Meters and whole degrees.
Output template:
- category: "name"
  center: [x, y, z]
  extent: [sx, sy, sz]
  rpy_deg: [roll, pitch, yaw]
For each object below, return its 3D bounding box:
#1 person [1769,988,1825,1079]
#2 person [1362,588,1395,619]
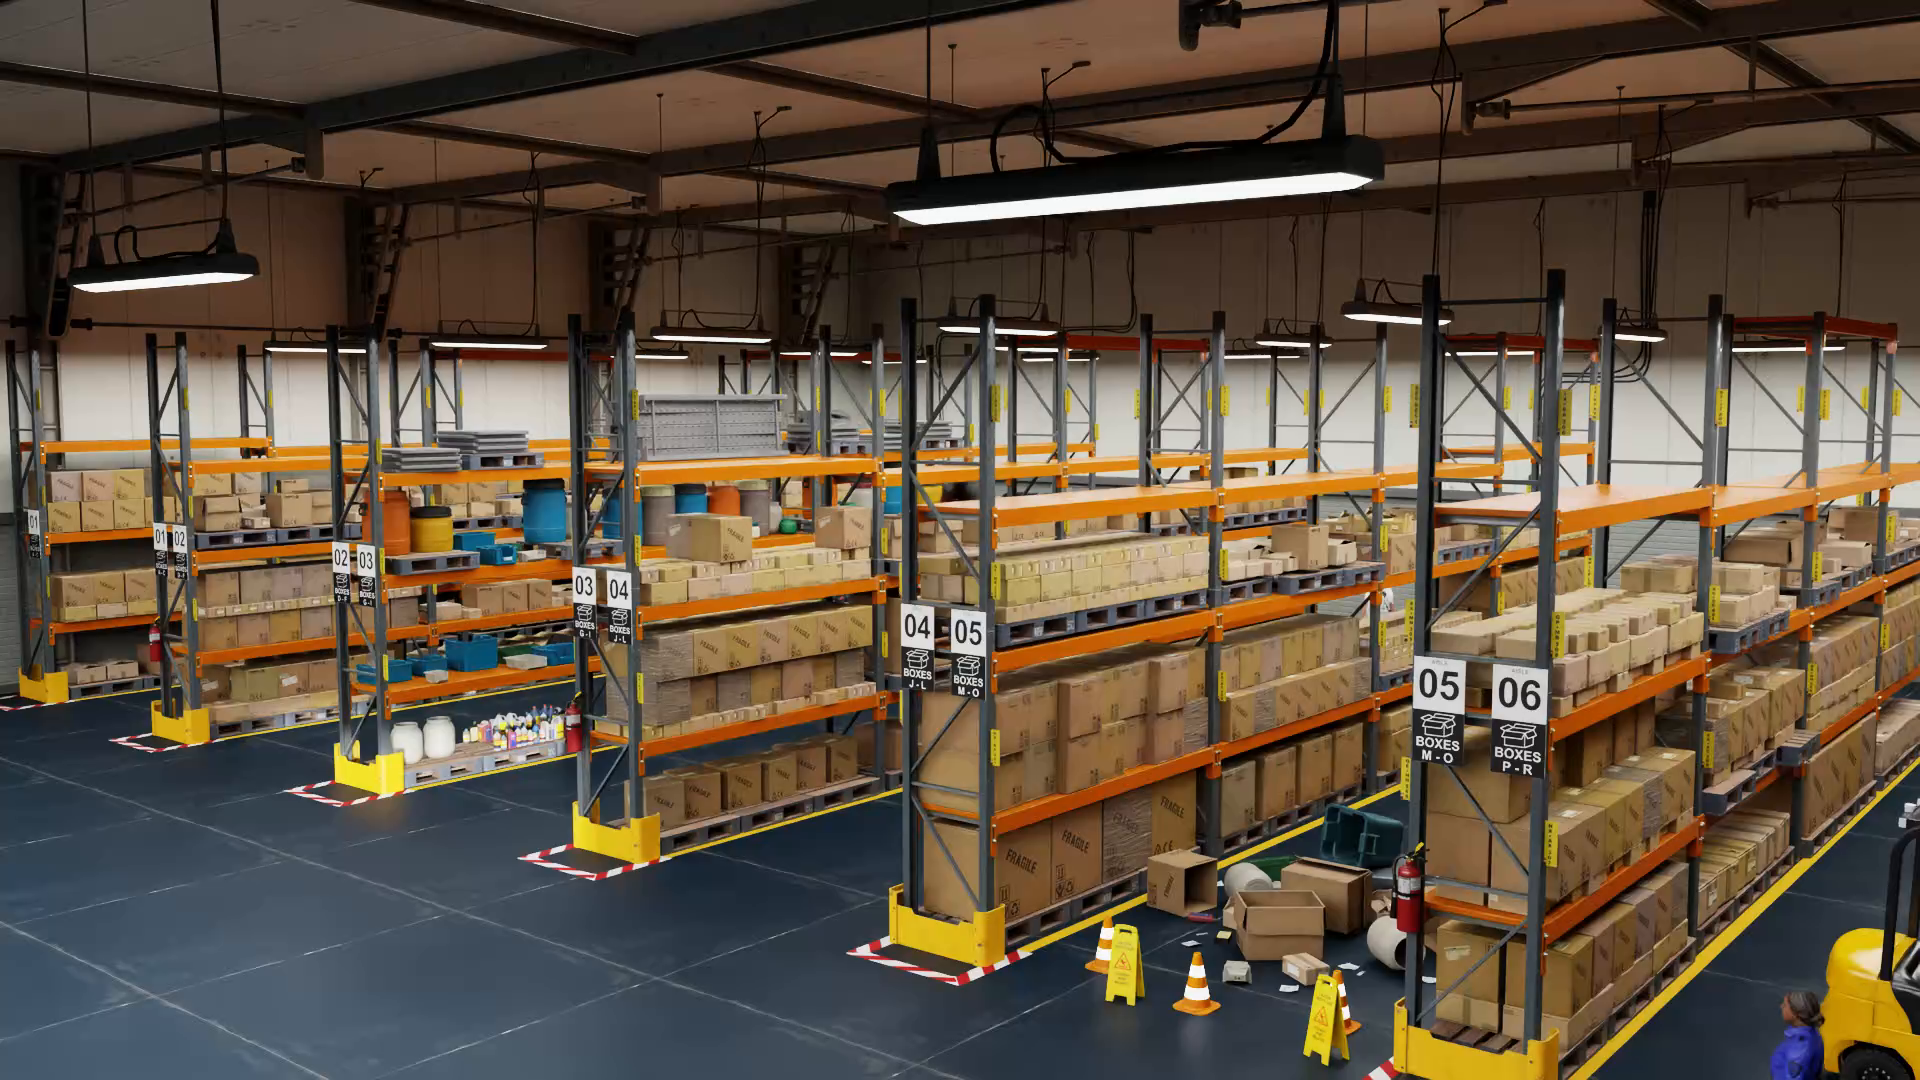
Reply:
- category: "person"
  center: [4.990, 3.468, 9.851]
  extent: [0.873, 1.614, 0.416]
  rpy_deg: [2, 5, 18]
- category: "person"
  center: [7.925, 1.472, 31.498]
  extent: [0.607, 1.731, 1.028]
  rpy_deg: [2, 5, 16]
